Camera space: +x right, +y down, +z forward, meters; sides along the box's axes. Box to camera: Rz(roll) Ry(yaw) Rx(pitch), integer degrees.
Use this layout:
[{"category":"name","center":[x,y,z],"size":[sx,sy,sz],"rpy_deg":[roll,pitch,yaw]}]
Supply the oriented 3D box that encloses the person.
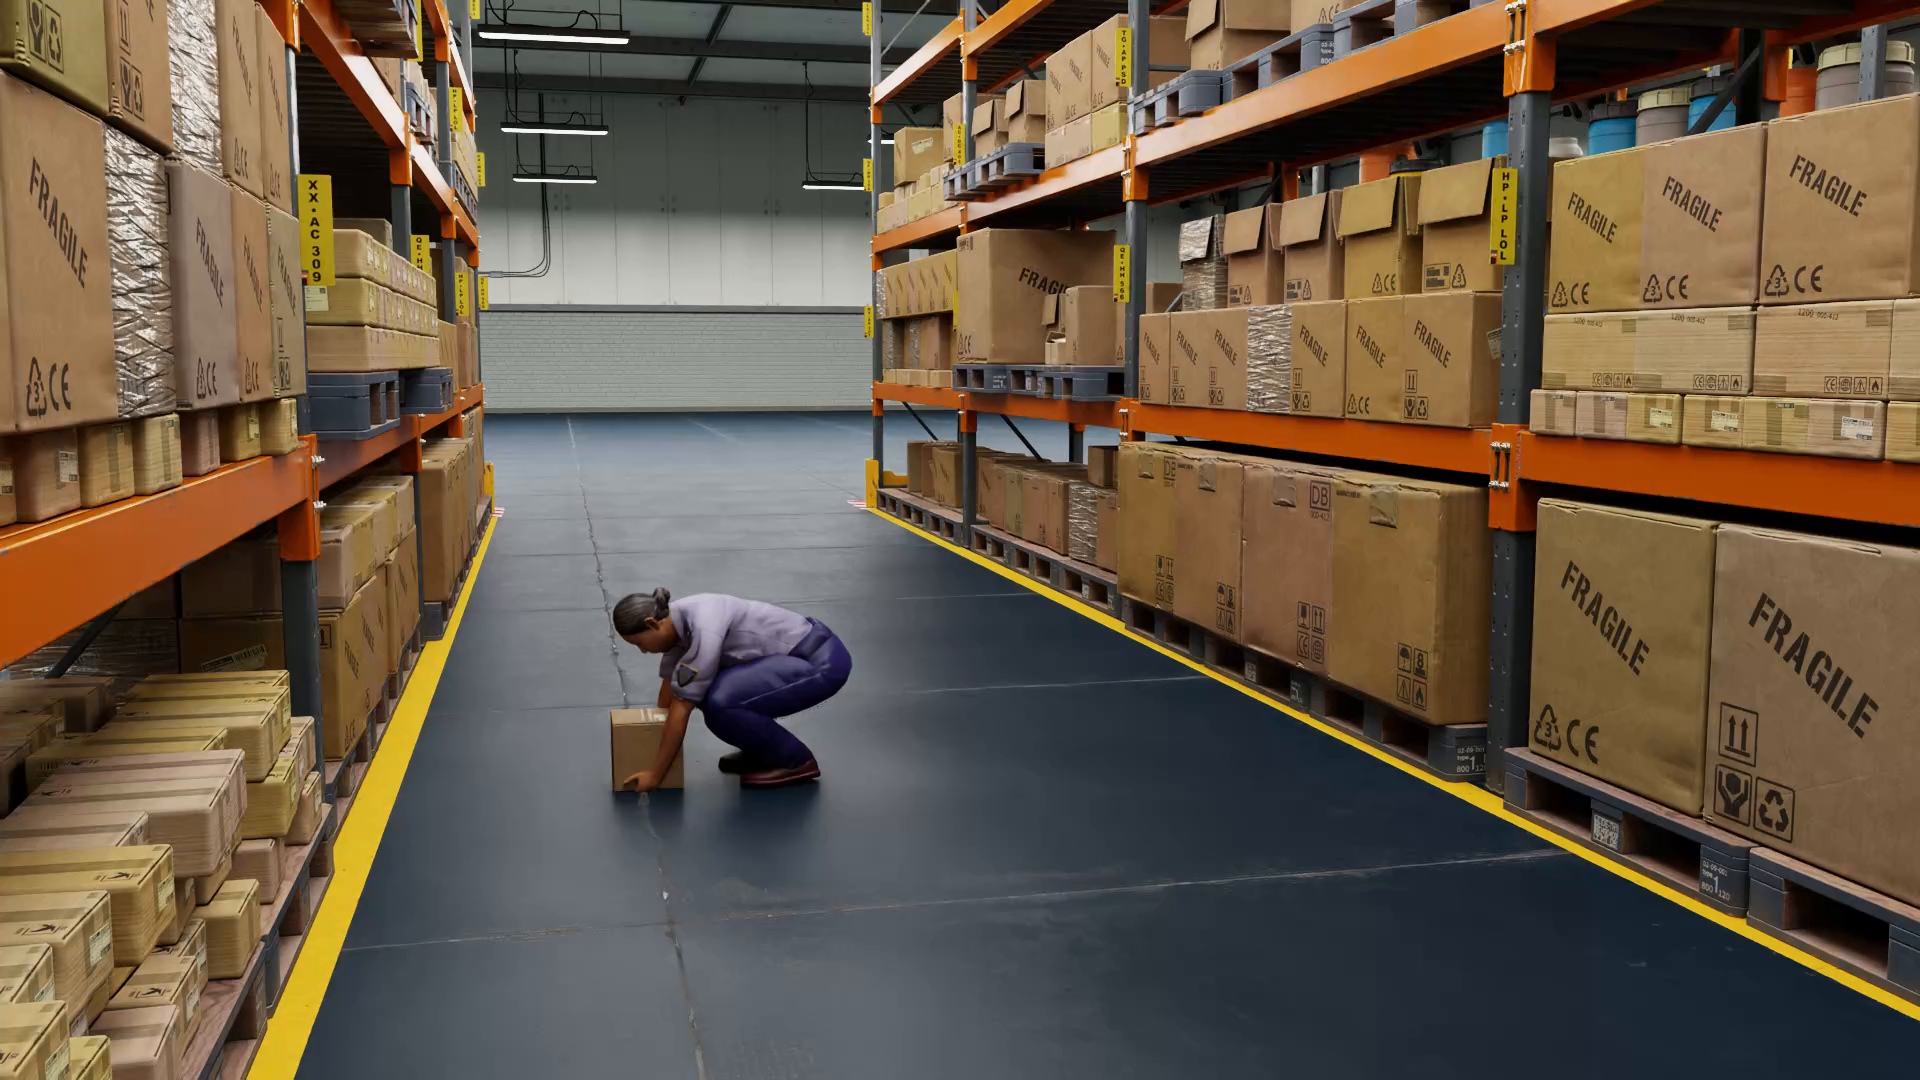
[{"category":"person","center":[-0.840,0.556,6.175],"size":[0.870,0.746,0.506],"rpy_deg":[-2,6,-15]}]
